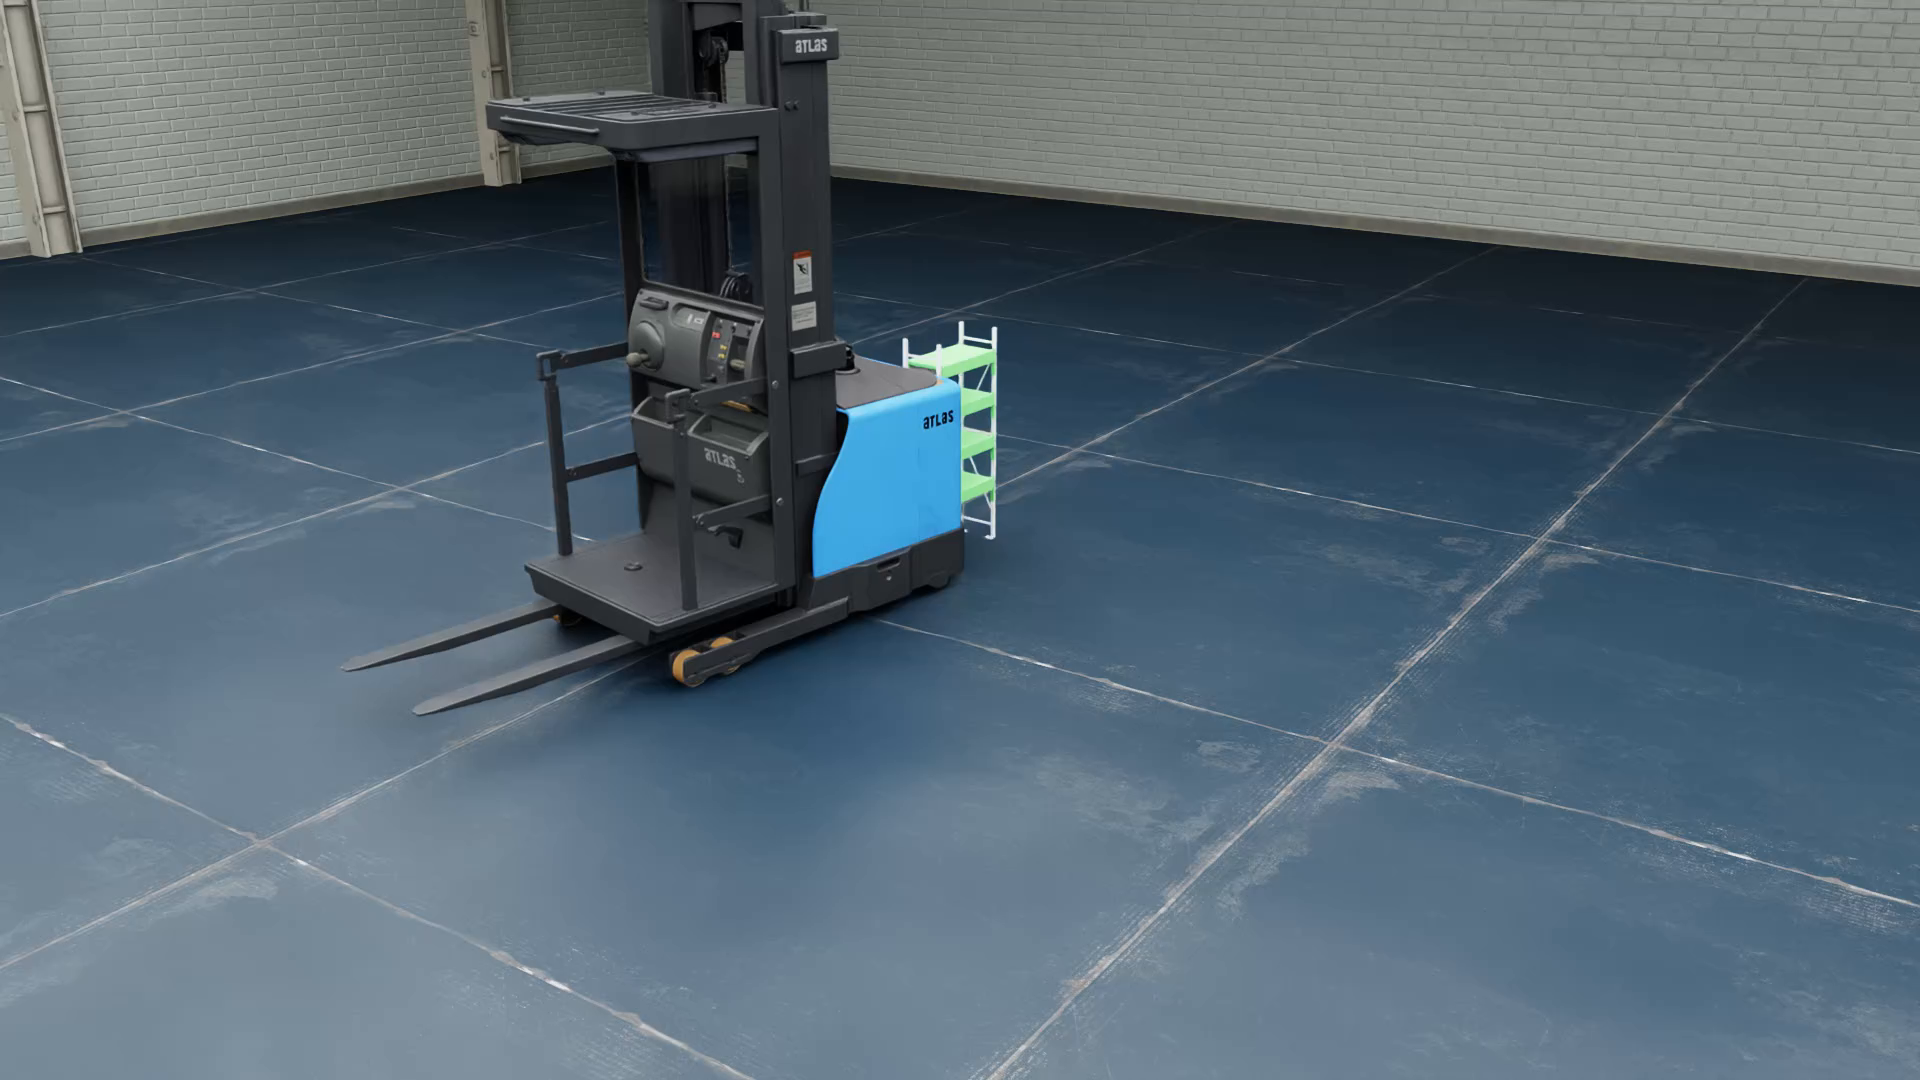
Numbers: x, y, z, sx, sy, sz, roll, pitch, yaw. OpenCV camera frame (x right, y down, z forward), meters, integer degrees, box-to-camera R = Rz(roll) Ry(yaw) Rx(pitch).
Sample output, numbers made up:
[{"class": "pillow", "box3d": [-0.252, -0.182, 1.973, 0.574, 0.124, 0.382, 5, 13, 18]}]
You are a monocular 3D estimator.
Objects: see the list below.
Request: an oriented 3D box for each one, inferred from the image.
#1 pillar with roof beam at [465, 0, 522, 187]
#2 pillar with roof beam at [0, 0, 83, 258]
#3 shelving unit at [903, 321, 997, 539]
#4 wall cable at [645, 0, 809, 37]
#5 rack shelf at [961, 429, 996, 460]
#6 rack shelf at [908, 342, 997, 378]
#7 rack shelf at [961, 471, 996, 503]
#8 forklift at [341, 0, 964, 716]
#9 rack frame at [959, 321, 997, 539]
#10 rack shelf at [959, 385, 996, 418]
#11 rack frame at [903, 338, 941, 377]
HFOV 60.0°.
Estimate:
[{"class": "pillar with roof beam", "box3d": [-2.493, -8.096, 18.181, 9.100, 9.000, 0.400, 13, 24, 32]}, {"class": "pillar with roof beam", "box3d": [-5.866, -6.374, 13.527, 9.100, 9.000, 0.400, 13, 24, 32]}, {"class": "shelving unit", "box3d": [-0.050, -0.527, 8.959, 0.258, 1.200, 0.503, 14, 25, 34]}, {"class": "wall cable", "box3d": [-3.303, -8.067, 22.577, 3.097, 2.526, 0.112, 13, 24, 32]}, {"class": "rack shelf", "box3d": [-0.050, -0.467, 8.981, 0.258, 0.148, 0.480, 14, 25, 34]}, {"class": "rack shelf", "box3d": [-0.050, -0.917, 8.815, 0.258, 0.148, 0.480, 14, 25, 34]}, {"class": "rack shelf", "box3d": [-0.050, -0.242, 9.065, 0.258, 0.148, 0.480, 14, 25, 34]}, {"class": "forklift", "box3d": [-1.368, -0.914, 7.512, 1.130, 2.935, 3.031, 19, 27, 41]}, {"class": "rack frame", "box3d": [0.096, -0.594, 9.143, 0.240, 1.200, 0.015, 14, 25, 34]}, {"class": "rack shelf", "box3d": [-0.050, -0.692, 8.898, 0.258, 0.148, 0.480, 14, 25, 34]}, {"class": "rack frame", "box3d": [-0.195, -0.459, 8.776, 0.240, 1.200, 0.015, 14, 25, 34]}]
